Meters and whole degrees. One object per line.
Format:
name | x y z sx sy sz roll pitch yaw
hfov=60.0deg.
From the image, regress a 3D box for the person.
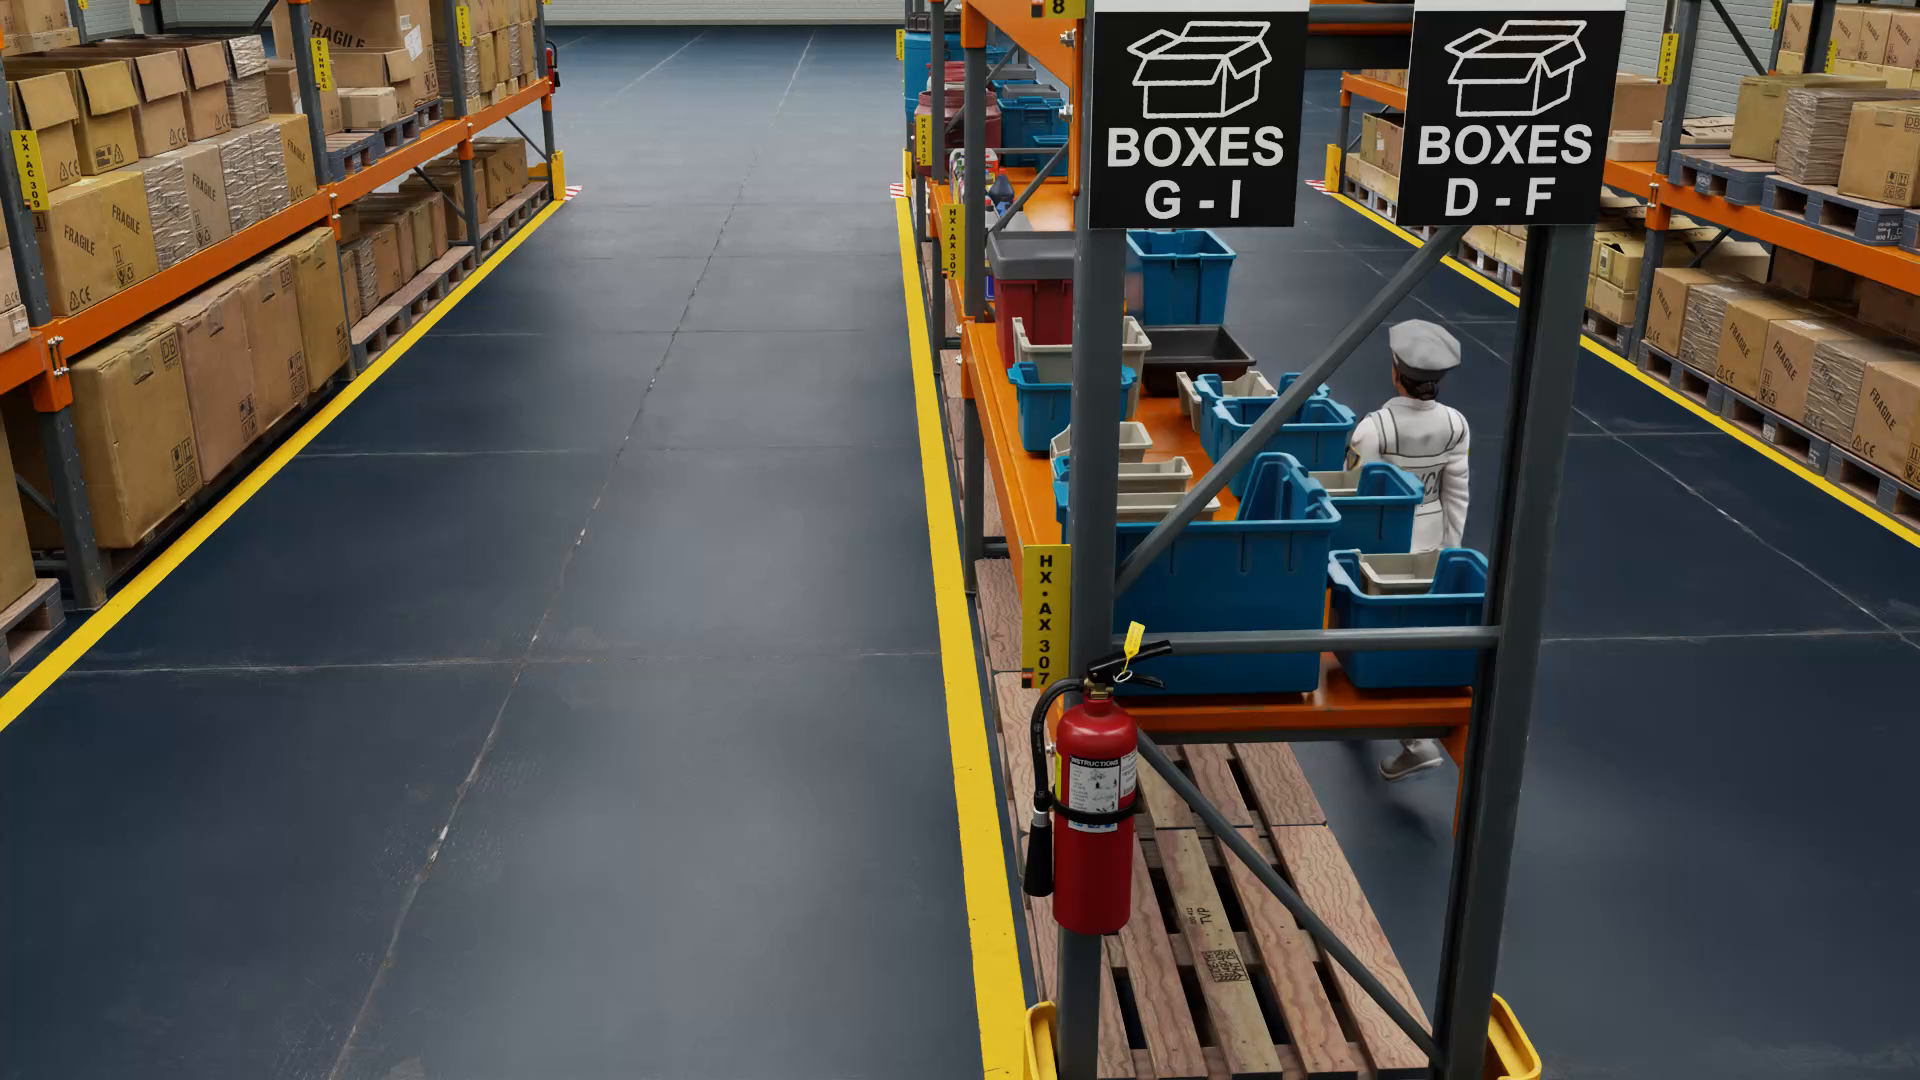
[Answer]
person | 1.543 0.029 5.947 0.481 1.649 0.929 -9 22 -22
